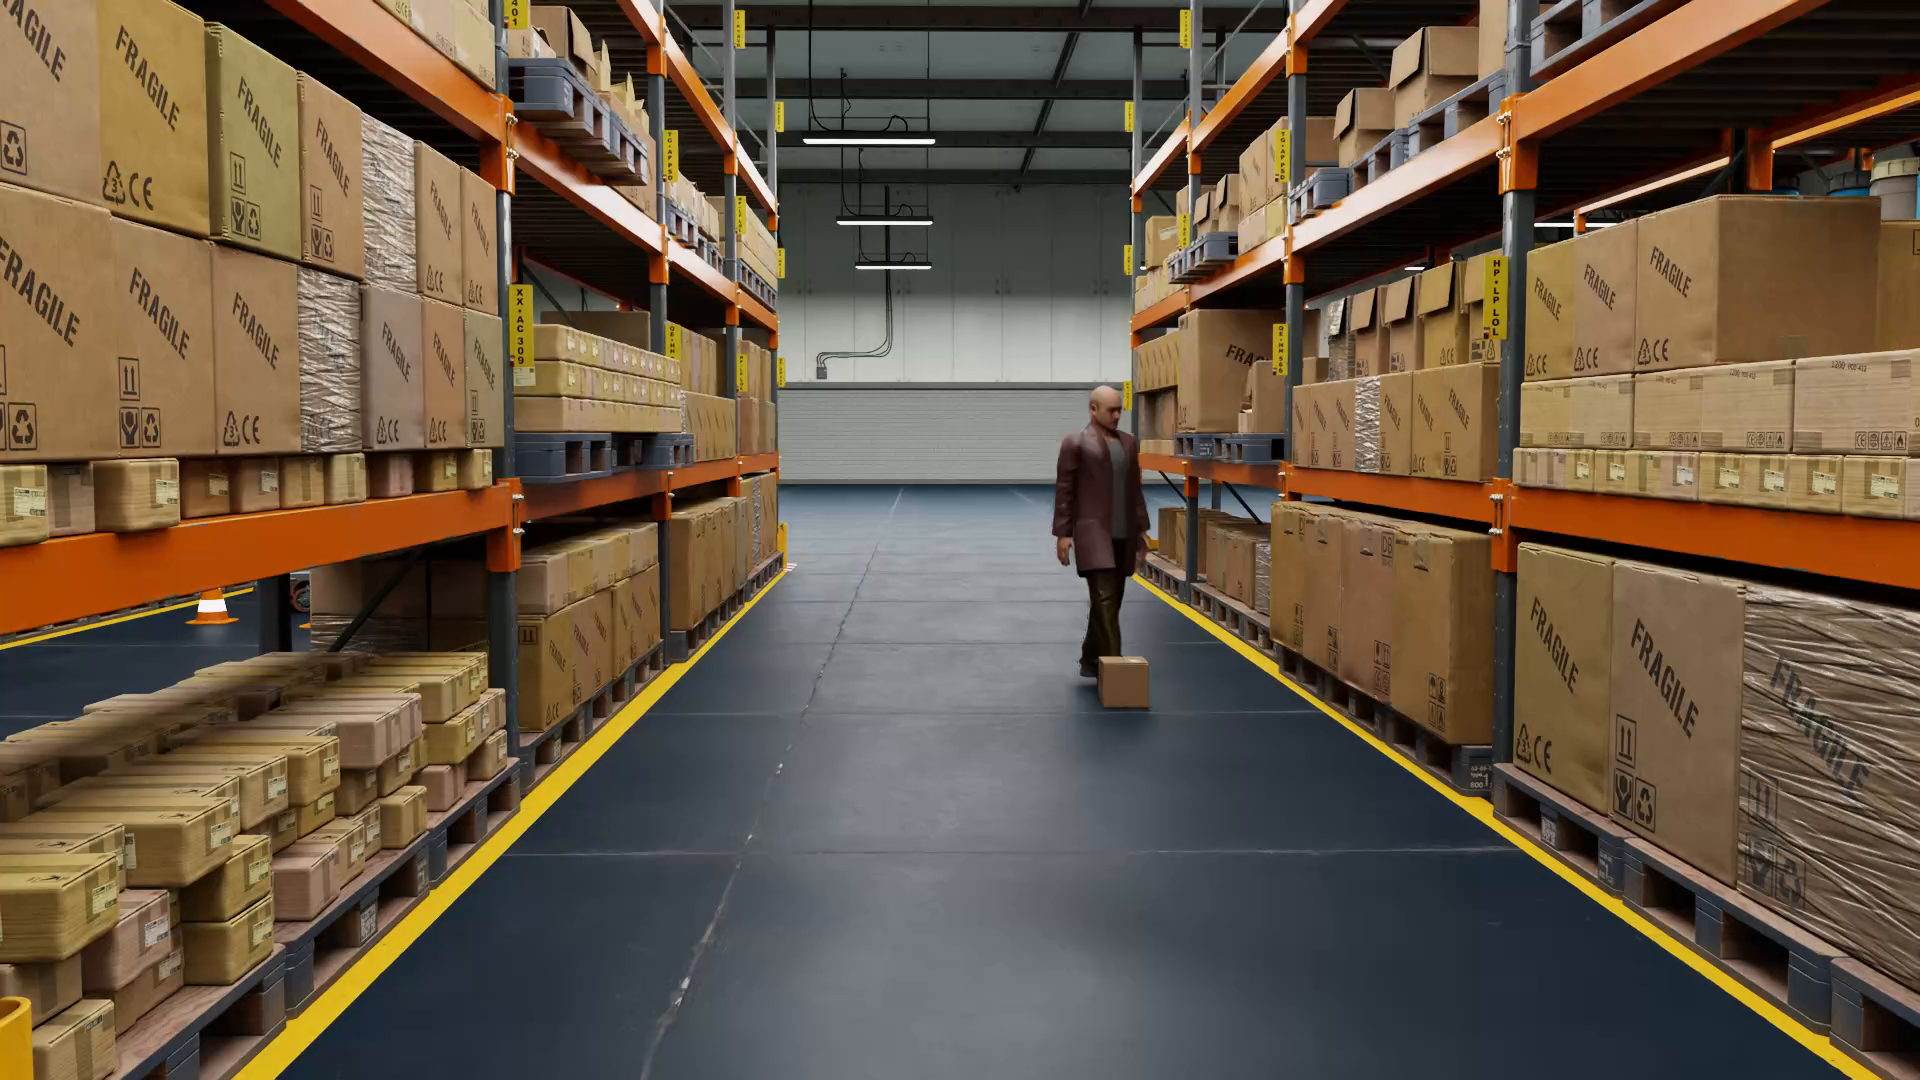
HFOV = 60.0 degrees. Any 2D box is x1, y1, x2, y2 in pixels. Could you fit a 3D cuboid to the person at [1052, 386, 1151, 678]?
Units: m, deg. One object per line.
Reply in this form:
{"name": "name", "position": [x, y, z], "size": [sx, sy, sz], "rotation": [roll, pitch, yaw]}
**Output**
{"name": "person", "position": [0.939, -0.018, 9.758], "size": [0.619, 1.771, 0.794], "rotation": [-2, 4, -34]}
